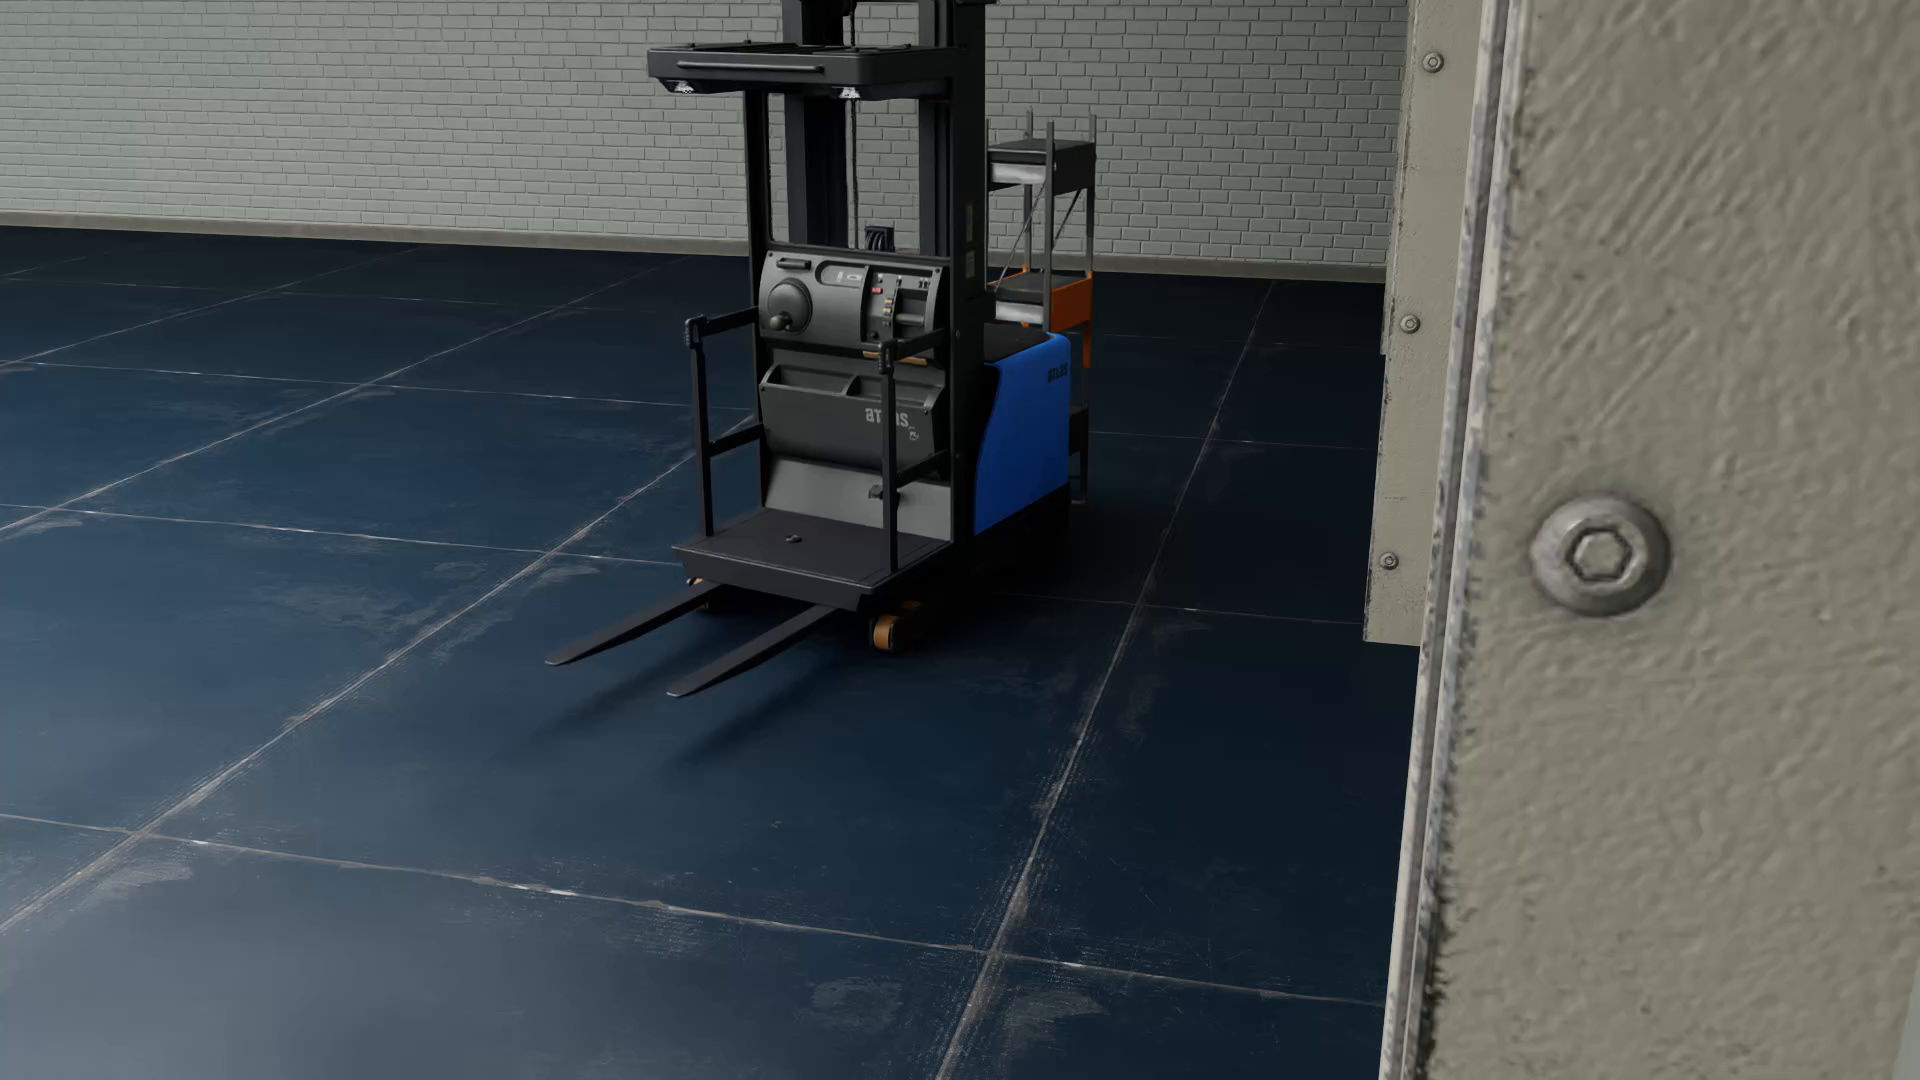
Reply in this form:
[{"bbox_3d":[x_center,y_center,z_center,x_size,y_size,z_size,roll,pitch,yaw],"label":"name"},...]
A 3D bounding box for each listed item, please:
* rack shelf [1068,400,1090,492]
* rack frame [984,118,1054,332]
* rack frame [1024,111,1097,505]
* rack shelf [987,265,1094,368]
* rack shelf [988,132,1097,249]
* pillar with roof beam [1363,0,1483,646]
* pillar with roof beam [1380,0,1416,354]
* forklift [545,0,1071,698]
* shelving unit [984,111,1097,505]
[{"bbox_3d":[0.403,-0.476,8.987,0.431,0.518,0.480,10,21,28],"label":"rack shelf"},{"bbox_3d":[0.282,-1.083,8.555,0.400,2.100,0.015,10,21,28],"label":"rack frame"},{"bbox_3d":[0.523,-1.220,8.957,0.400,2.100,0.015,10,21,28],"label":"rack frame"},{"bbox_3d":[0.403,-1.139,8.761,0.431,0.518,0.480,10,21,28],"label":"rack shelf"},{"bbox_3d":[0.403,-1.801,8.534,0.431,0.518,0.480,10,21,28],"label":"rack shelf"},{"bbox_3d":[-2.200,-4.203,7.017,9.100,9.000,0.400,5,19,13],"label":"pillar with roof beam"},{"bbox_3d":[-0.734,-6.084,12.523,9.100,9.000,0.400,5,19,13],"label":"pillar with roof beam"},{"bbox_3d":[-0.596,-1.067,7.222,1.130,2.935,3.031,10,21,28],"label":"forklift"},{"bbox_3d":[0.403,-1.152,8.756,0.431,2.100,0.503,10,21,28],"label":"shelving unit"}]
